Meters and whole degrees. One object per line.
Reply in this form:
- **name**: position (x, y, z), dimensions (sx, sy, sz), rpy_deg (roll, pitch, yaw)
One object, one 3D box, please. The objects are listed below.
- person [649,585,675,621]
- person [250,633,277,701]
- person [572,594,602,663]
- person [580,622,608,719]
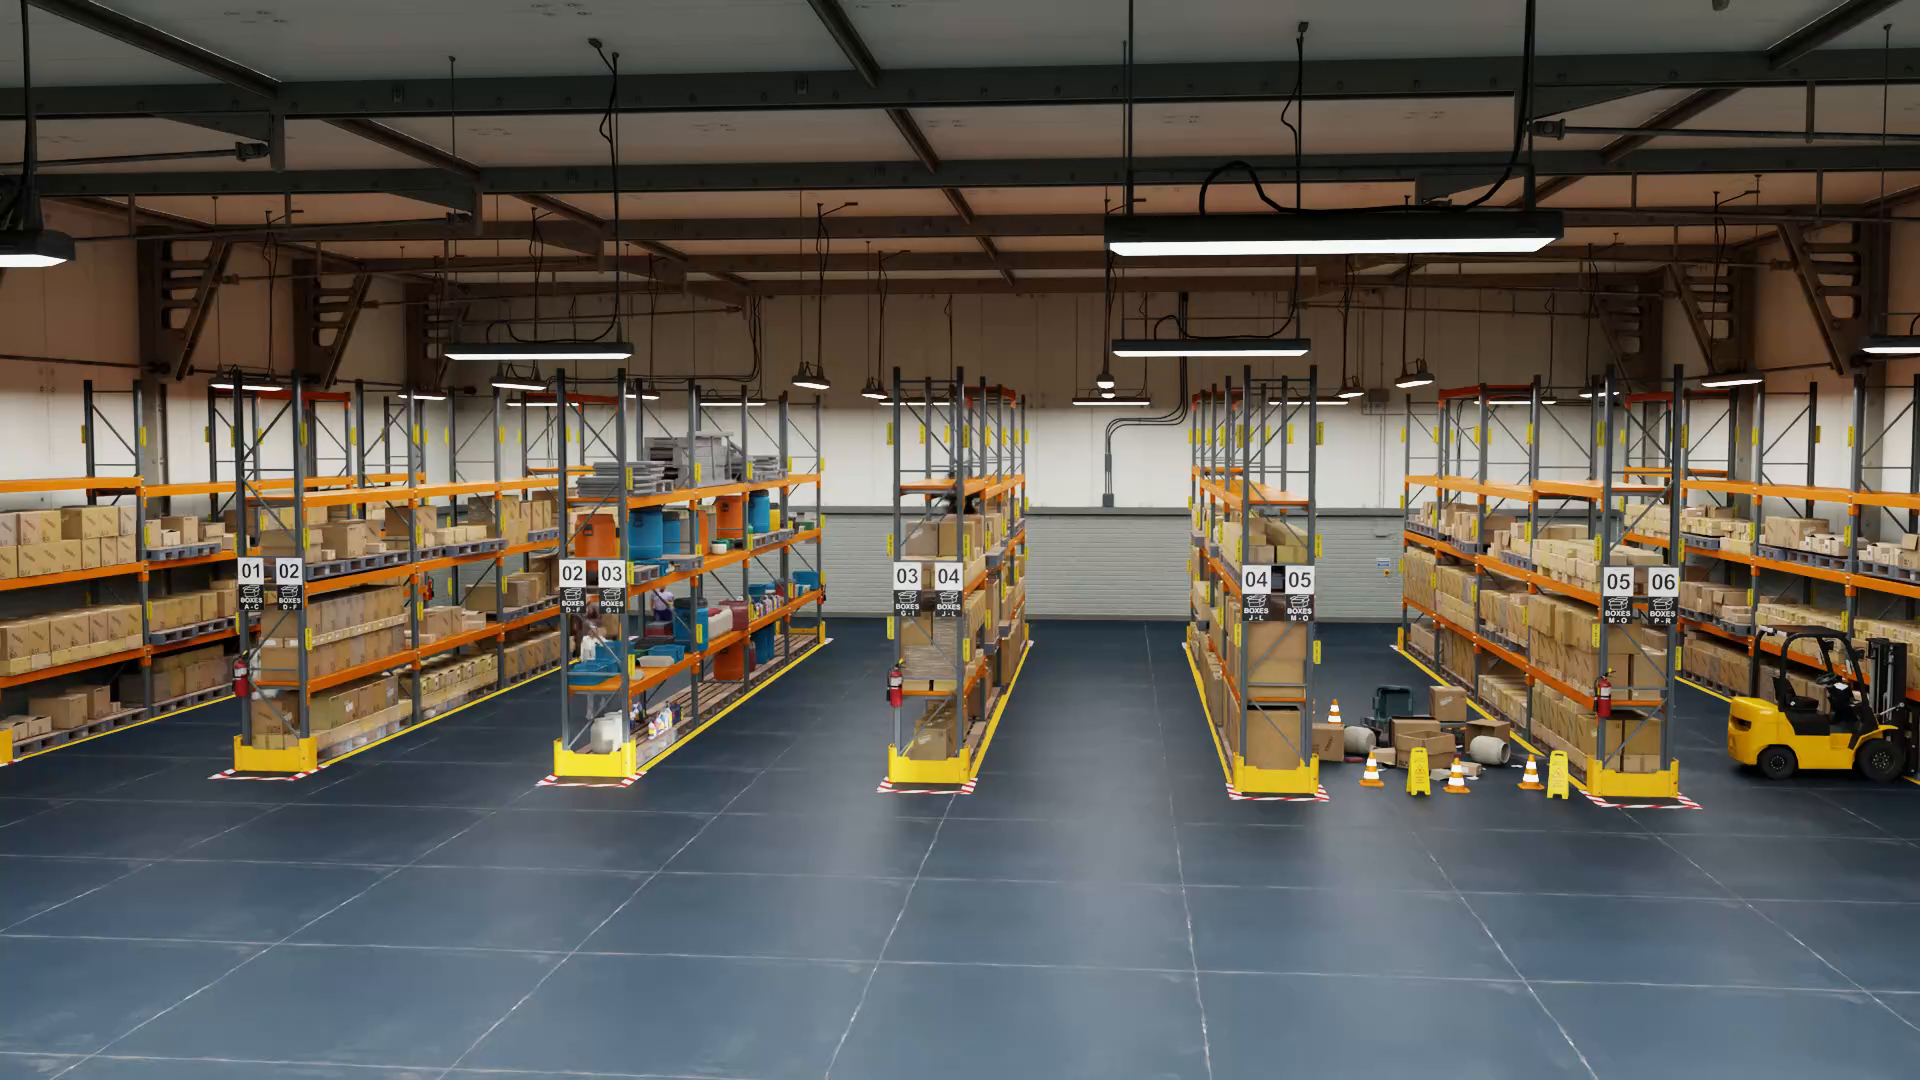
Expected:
- **person**: position (-6.967, 1.767, 38.902), dimensions (0.616, 1.611, 0.912), rpy_deg (0, 4, -6)
- **person**: position (-11.587, 2.506, 27.645), dimensions (0.714, 1.548, 0.635), rpy_deg (0, 4, 4)
- **person**: position (-7.782, 1.963, 34.629), dimensions (0.749, 1.752, 0.870), rpy_deg (1, 4, 8)
- **person**: position (-6.563, 2.304, 29.904), dimensions (0.634, 1.703, 0.970), rpy_deg (0, 4, 7)
